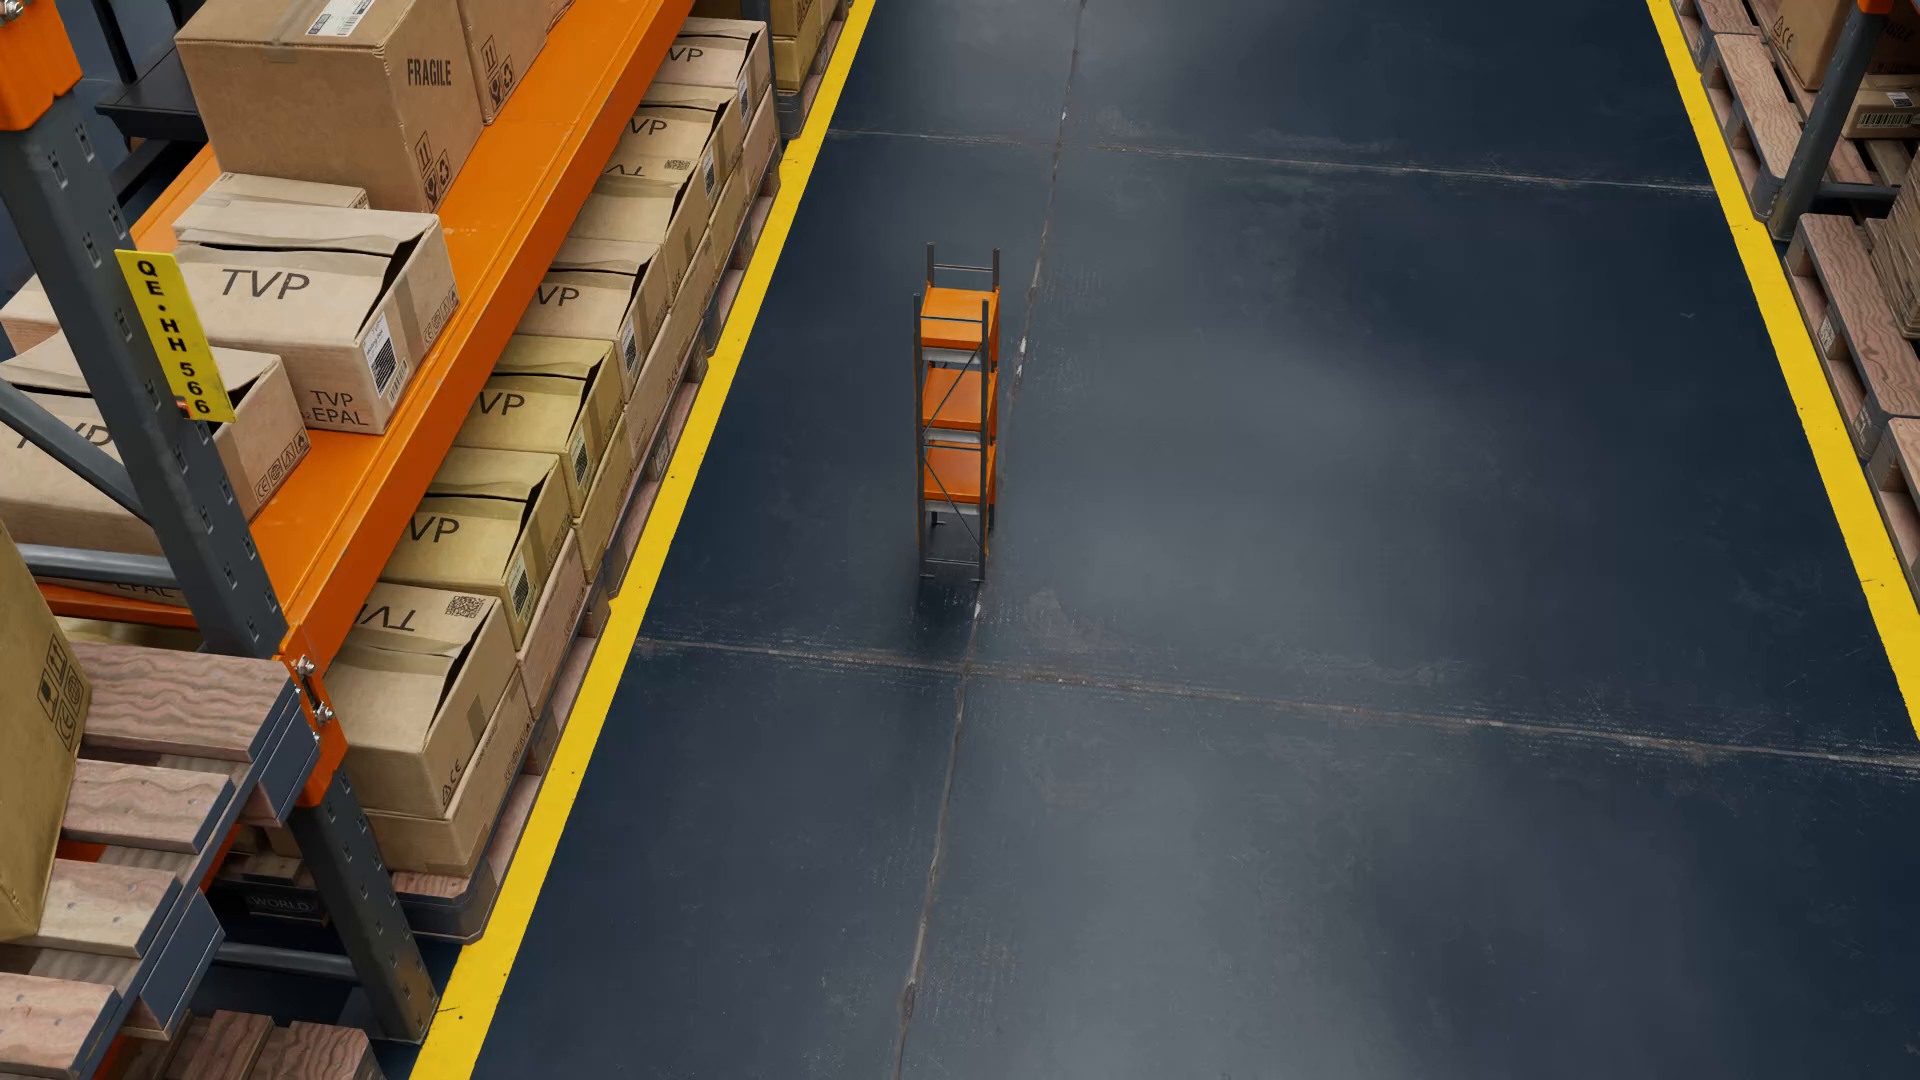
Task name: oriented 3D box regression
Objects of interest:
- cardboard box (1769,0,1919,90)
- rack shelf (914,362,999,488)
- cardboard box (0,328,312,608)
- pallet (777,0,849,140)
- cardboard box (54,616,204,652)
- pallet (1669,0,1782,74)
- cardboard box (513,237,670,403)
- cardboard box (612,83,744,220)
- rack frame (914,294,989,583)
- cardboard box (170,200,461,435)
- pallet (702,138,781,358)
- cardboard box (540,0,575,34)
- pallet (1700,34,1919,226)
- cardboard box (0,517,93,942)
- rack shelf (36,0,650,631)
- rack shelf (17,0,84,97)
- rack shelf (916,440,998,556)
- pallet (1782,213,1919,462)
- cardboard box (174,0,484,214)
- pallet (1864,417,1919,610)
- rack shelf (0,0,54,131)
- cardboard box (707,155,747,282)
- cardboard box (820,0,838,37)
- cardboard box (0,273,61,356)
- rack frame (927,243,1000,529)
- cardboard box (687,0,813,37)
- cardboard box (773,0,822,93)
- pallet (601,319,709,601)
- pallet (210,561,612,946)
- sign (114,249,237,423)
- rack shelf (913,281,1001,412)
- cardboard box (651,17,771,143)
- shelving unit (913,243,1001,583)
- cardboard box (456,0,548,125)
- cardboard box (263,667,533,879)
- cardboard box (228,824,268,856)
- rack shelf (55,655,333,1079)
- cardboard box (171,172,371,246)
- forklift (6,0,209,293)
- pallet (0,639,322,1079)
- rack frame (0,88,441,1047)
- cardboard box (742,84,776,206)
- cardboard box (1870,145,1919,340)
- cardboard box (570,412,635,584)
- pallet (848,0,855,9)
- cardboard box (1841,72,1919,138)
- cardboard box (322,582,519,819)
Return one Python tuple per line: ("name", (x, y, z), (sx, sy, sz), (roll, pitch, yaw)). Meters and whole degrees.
("cardboard box", (3.765, -2.208, 6.898), (0.500, 0.500, 0.500), (2, 43, 2))
("rack shelf", (-0.007, -0.337, 4.858), (0.215, 0.259, 0.240), (5, 44, 6))
("cardboard box", (-1.681, -0.178, 3.321), (0.500, 0.311, 0.500), (8, 44, 8))
("pallet", (-1.096, -2.218, 7.439), (1.003, 0.211, 1.213), (5, 44, 6))
("cardboard box", (-1.947, 0.297, 4.042), (0.500, 0.311, 0.500), (6, 44, 7))
("pallet", (3.880, -2.527, 7.765), (1.003, 0.211, 1.213), (5, 44, 6))
("cardboard box", (-1.213, -0.711, 5.106), (0.500, 0.311, 0.500), (5, 44, 5))
("cardboard box", (-1.075, -1.393, 5.826), (0.500, 0.311, 0.500), (6, 44, 7))
("rack frame", (-0.023, -0.262, 4.763), (0.200, 1.050, 0.008), (5, 44, 6))
("cardboard box", (-1.462, -0.526, 3.689), (0.500, 0.311, 0.500), (5, 44, 5))
("pallet", (-1.302, -1.174, 6.337), (1.003, 0.211, 1.213), (5, 44, 6))
("cardboard box", (-1.430, -1.848, 4.947), (0.500, 0.500, 0.500), (8, 44, 9))
("pallet", (3.721, -1.693, 6.885), (1.003, 0.211, 1.213), (5, 44, 6))
("cardboard box", (-1.743, 0.284, 2.390), (0.700, 0.500, 0.500), (-8, 44, -9))
("rack shelf", (-1.508, -1.139, 4.652), (0.919, 0.124, 3.809), (5, 44, 6))
("rack shelf", (-1.508, -2.157, 3.688), (1.077, 0.370, 4.000), (5, 44, 6))
("rack shelf", (-0.007, -0.135, 5.049), (0.215, 0.259, 0.240), (5, 44, 6))
("pallet", (3.566, -0.701, 5.837), (1.003, 0.211, 1.213), (5, 44, 6))
("cardboard box", (-1.566, -1.148, 4.208), (0.500, 0.500, 0.500), (3, 44, 3))
("pallet", (3.407, 0.132, 4.957), (1.003, 0.211, 1.213), (5, 44, 6))
("rack shelf", (-2.036, 0.569, 0.809), (1.077, 0.370, 4.000), (5, 44, 6))
("cardboard box", (-1.079, -1.193, 6.023), (0.500, 0.250, 0.500), (5, 44, 5))
("cardboard box", (-0.810, -2.475, 7.377), (0.500, 0.250, 0.500), (5, 44, 6))
("cardboard box", (-1.927, -0.513, 3.793), (0.380, 0.149, 0.250), (5, 44, 6))
("rack frame", (0.009, -0.428, 4.938), (0.200, 1.050, 0.008), (5, 44, 6))
("cardboard box", (-0.871, -2.406, 6.759), (0.500, 0.500, 0.500), (5, 44, 6))
("cardboard box", (-0.881, -2.135, 7.018), (0.500, 0.250, 0.500), (5, 44, 6))
("pallet", (-1.461, -0.340, 5.456), (1.003, 0.211, 1.213), (5, 44, 6))
("pallet", (-1.624, 0.489, 4.580), (1.003, 0.211, 1.213), (5, 44, 6))
("sign", (-1.233, -0.315, 2.617), (0.100, 0.325, 0.005), (5, 44, 6))
("rack shelf", (-0.007, -0.543, 4.663), (0.215, 0.259, 0.240), (5, 44, 6))
("cardboard box", (-1.012, -1.748, 6.201), (0.500, 0.311, 0.500), (5, 44, 6))
("shelving unit", (-0.007, -0.345, 4.851), (0.215, 1.050, 0.252), (5, 44, 6))
("cardboard box", (-1.497, -1.506, 4.587), (0.500, 0.500, 0.500), (5, 44, 6))
("cardboard box", (-1.412, 0.549, 4.183), (0.500, 0.250, 0.500), (5, 44, 5))
("cardboard box", (-1.944, 0.499, 4.236), (0.500, 0.250, 0.500), (6, 44, 7))
("rack shelf", (-2.036, 1.658, 1.841), (1.077, 0.370, 4.000), (5, 44, 6))
("cardboard box", (-1.659, -0.749, 4.042), (0.380, 0.149, 0.250), (8, 44, 9))
("forklift", (-2.802, -2.775, 6.049), (1.130, 2.935, 3.031), (6, 44, 6))
("pallet", (-1.792, 0.572, 2.604), (1.213, 0.211, 1.003), (5, 44, 6))
("rack frame", (-1.772, 0.034, 3.033), (1.000, 3.000, 0.127), (5, 44, 6))
("cardboard box", (-1.011, -1.538, 6.387), (0.500, 0.250, 0.500), (5, 44, 5))
("cardboard box", (3.587, -0.994, 5.616), (0.700, 0.500, 0.500), (7, 44, 7))
("cardboard box", (-1.283, -0.148, 4.919), (0.500, 0.250, 0.500), (4, 44, 4))
("pallet", (-0.938, -3.052, 8.320), (1.003, 0.211, 1.213), (5, 44, 6))
("cardboard box", (3.709, -1.743, 6.650), (0.380, 0.166, 0.250), (0, 43, 0))
("cardboard box", (-1.412, 0.346, 3.990), (0.500, 0.311, 0.500), (7, 44, 7))
